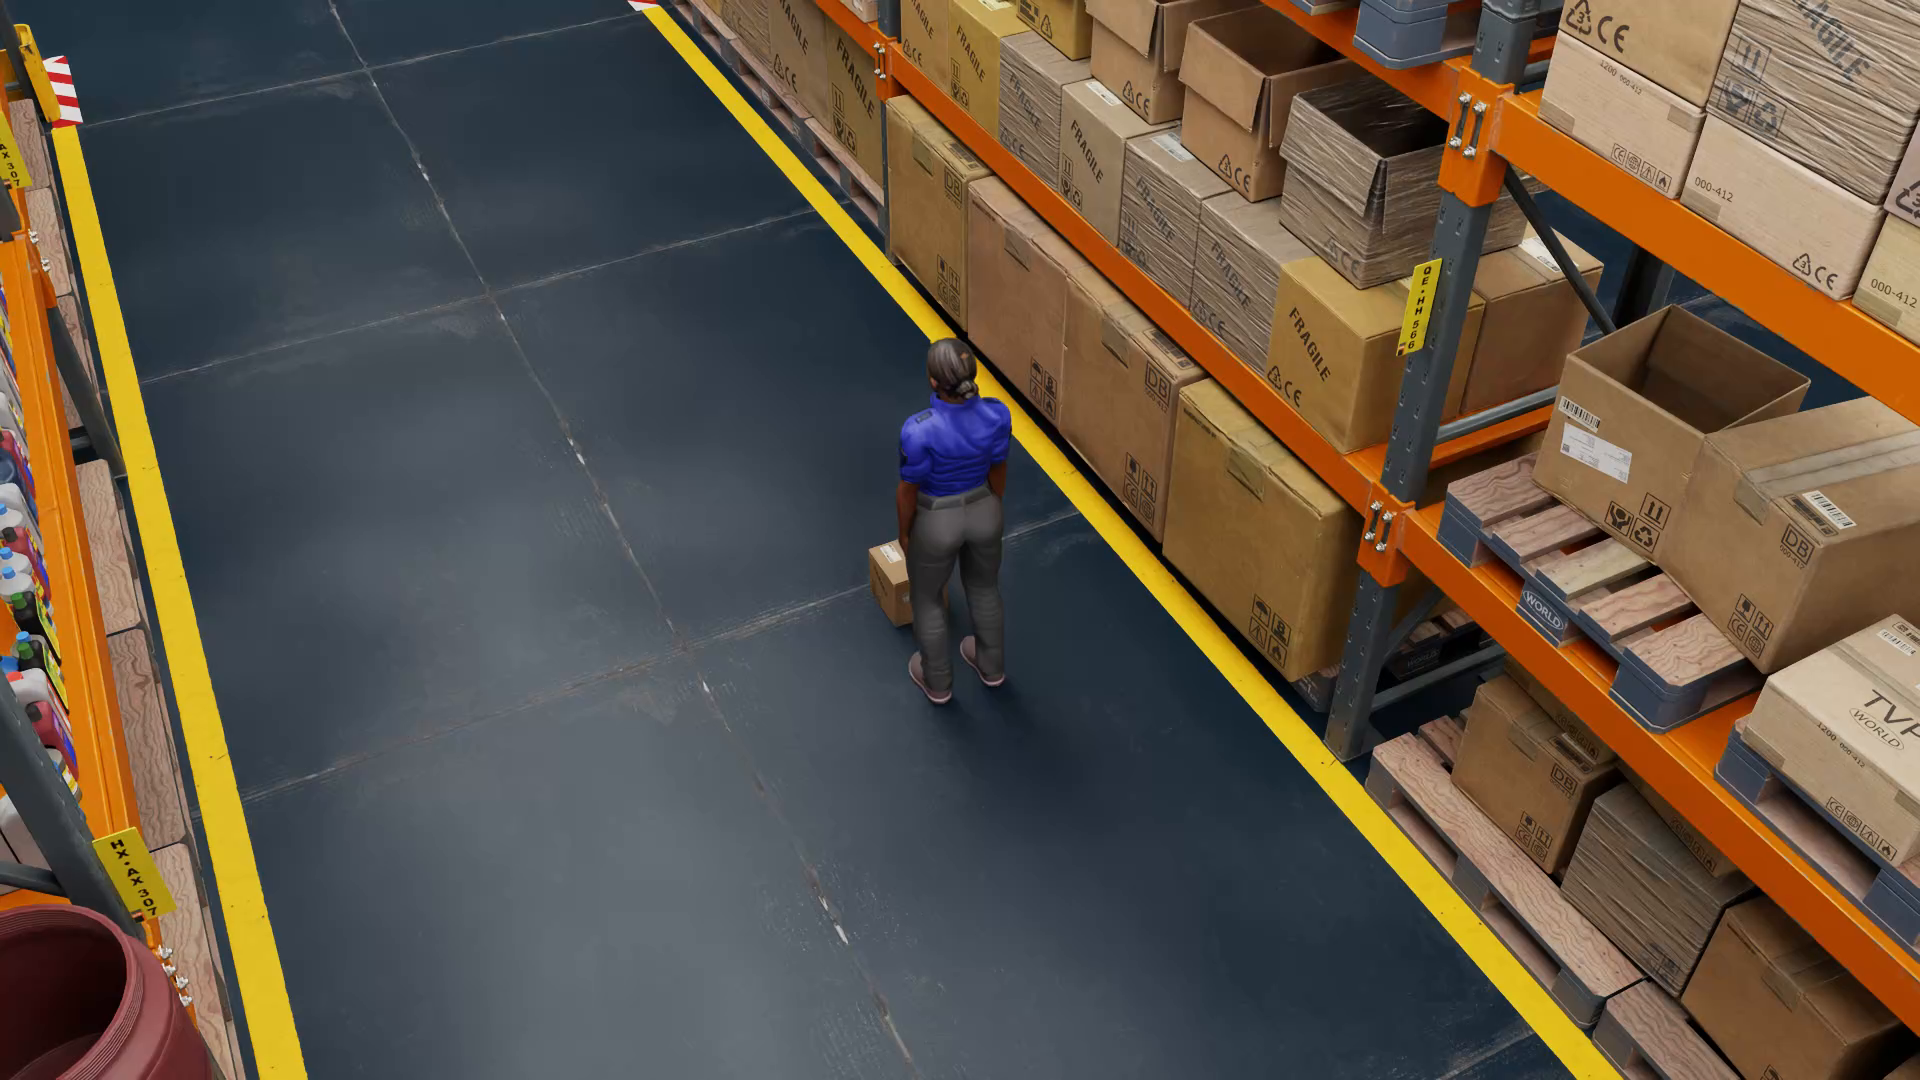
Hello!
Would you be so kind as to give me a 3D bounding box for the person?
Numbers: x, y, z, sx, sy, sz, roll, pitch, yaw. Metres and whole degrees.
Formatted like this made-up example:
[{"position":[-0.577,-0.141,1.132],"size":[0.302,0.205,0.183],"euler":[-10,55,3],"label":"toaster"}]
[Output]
[{"position":[-0.029,-0.067,6.243],"size":[0.427,1.656,0.299],"euler":[-16,44,-17],"label":"person"}]
